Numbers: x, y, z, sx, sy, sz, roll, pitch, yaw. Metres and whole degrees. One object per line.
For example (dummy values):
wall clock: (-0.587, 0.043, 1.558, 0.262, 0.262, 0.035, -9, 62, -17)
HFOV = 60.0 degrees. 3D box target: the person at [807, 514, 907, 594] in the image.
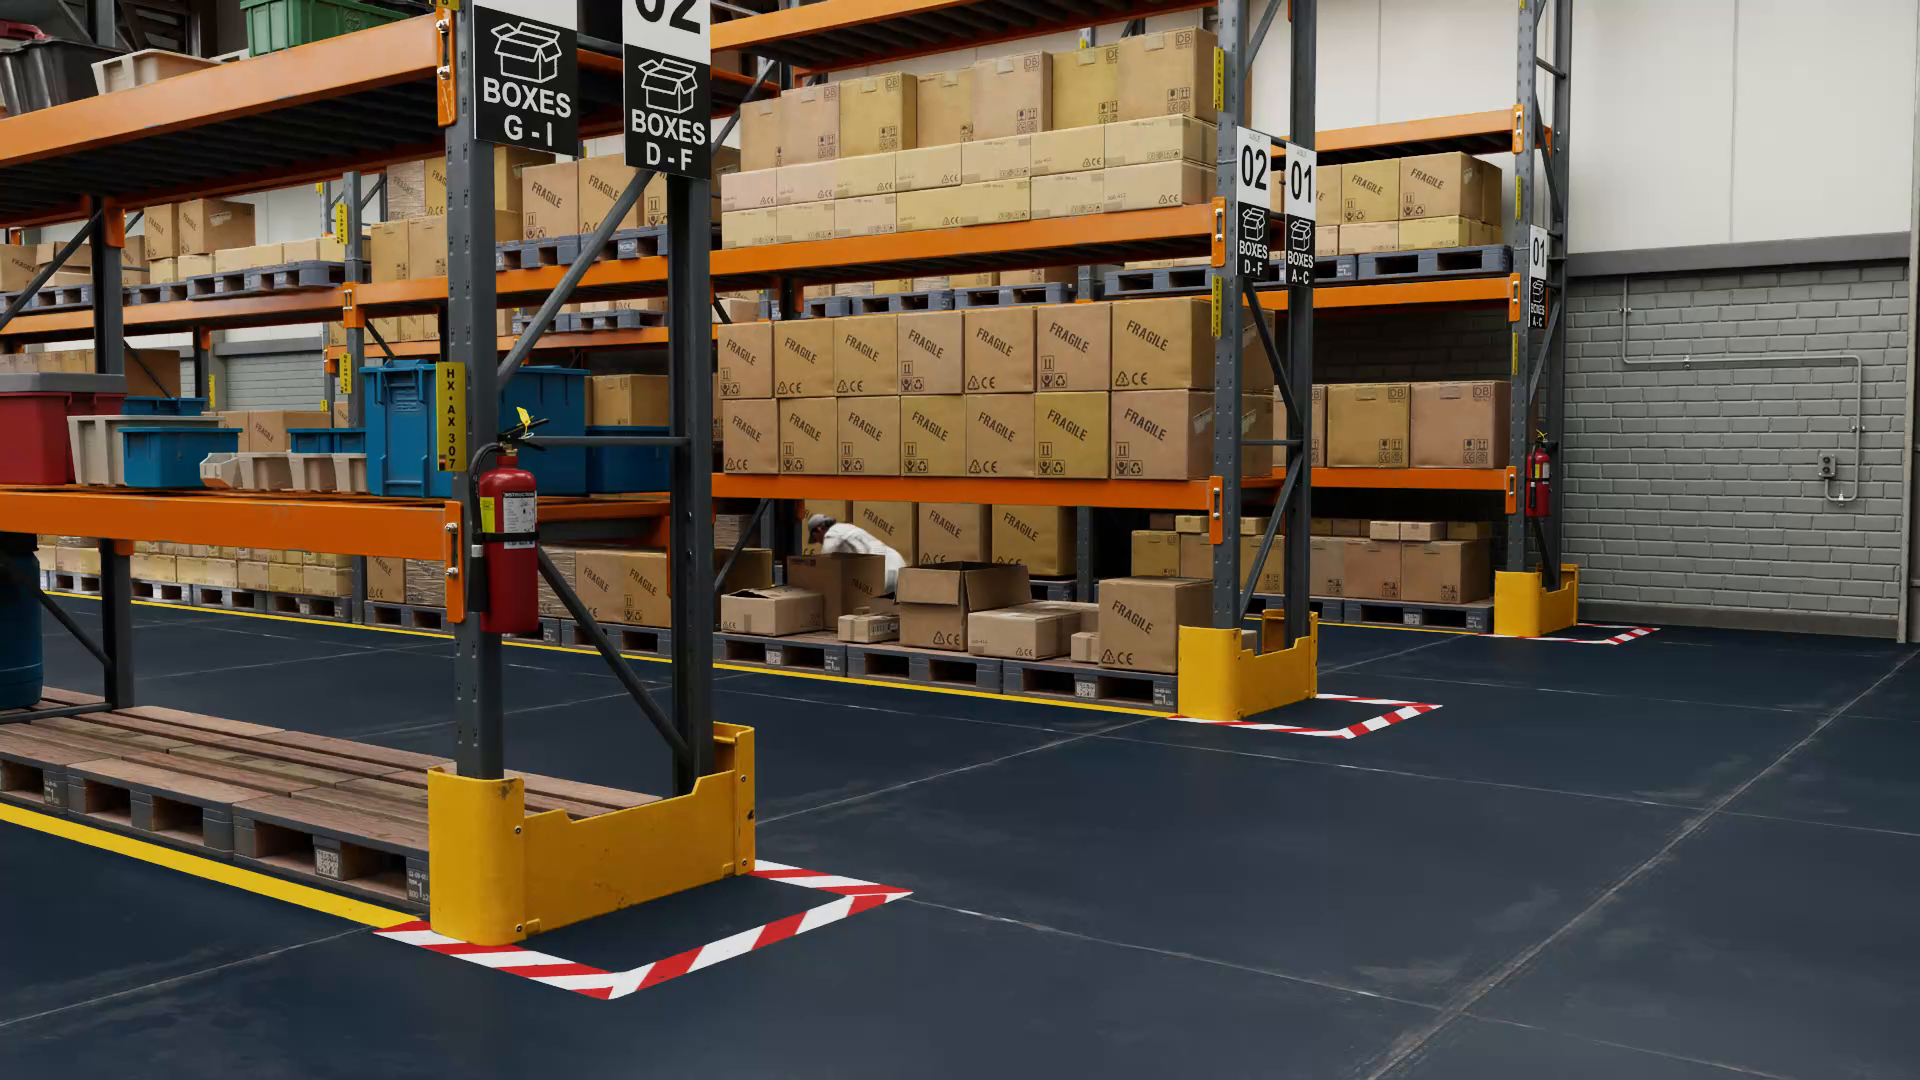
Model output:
person: (-0.851, 0.273, 13.220, 0.872, 0.953, 0.507, 2, 4, 33)
